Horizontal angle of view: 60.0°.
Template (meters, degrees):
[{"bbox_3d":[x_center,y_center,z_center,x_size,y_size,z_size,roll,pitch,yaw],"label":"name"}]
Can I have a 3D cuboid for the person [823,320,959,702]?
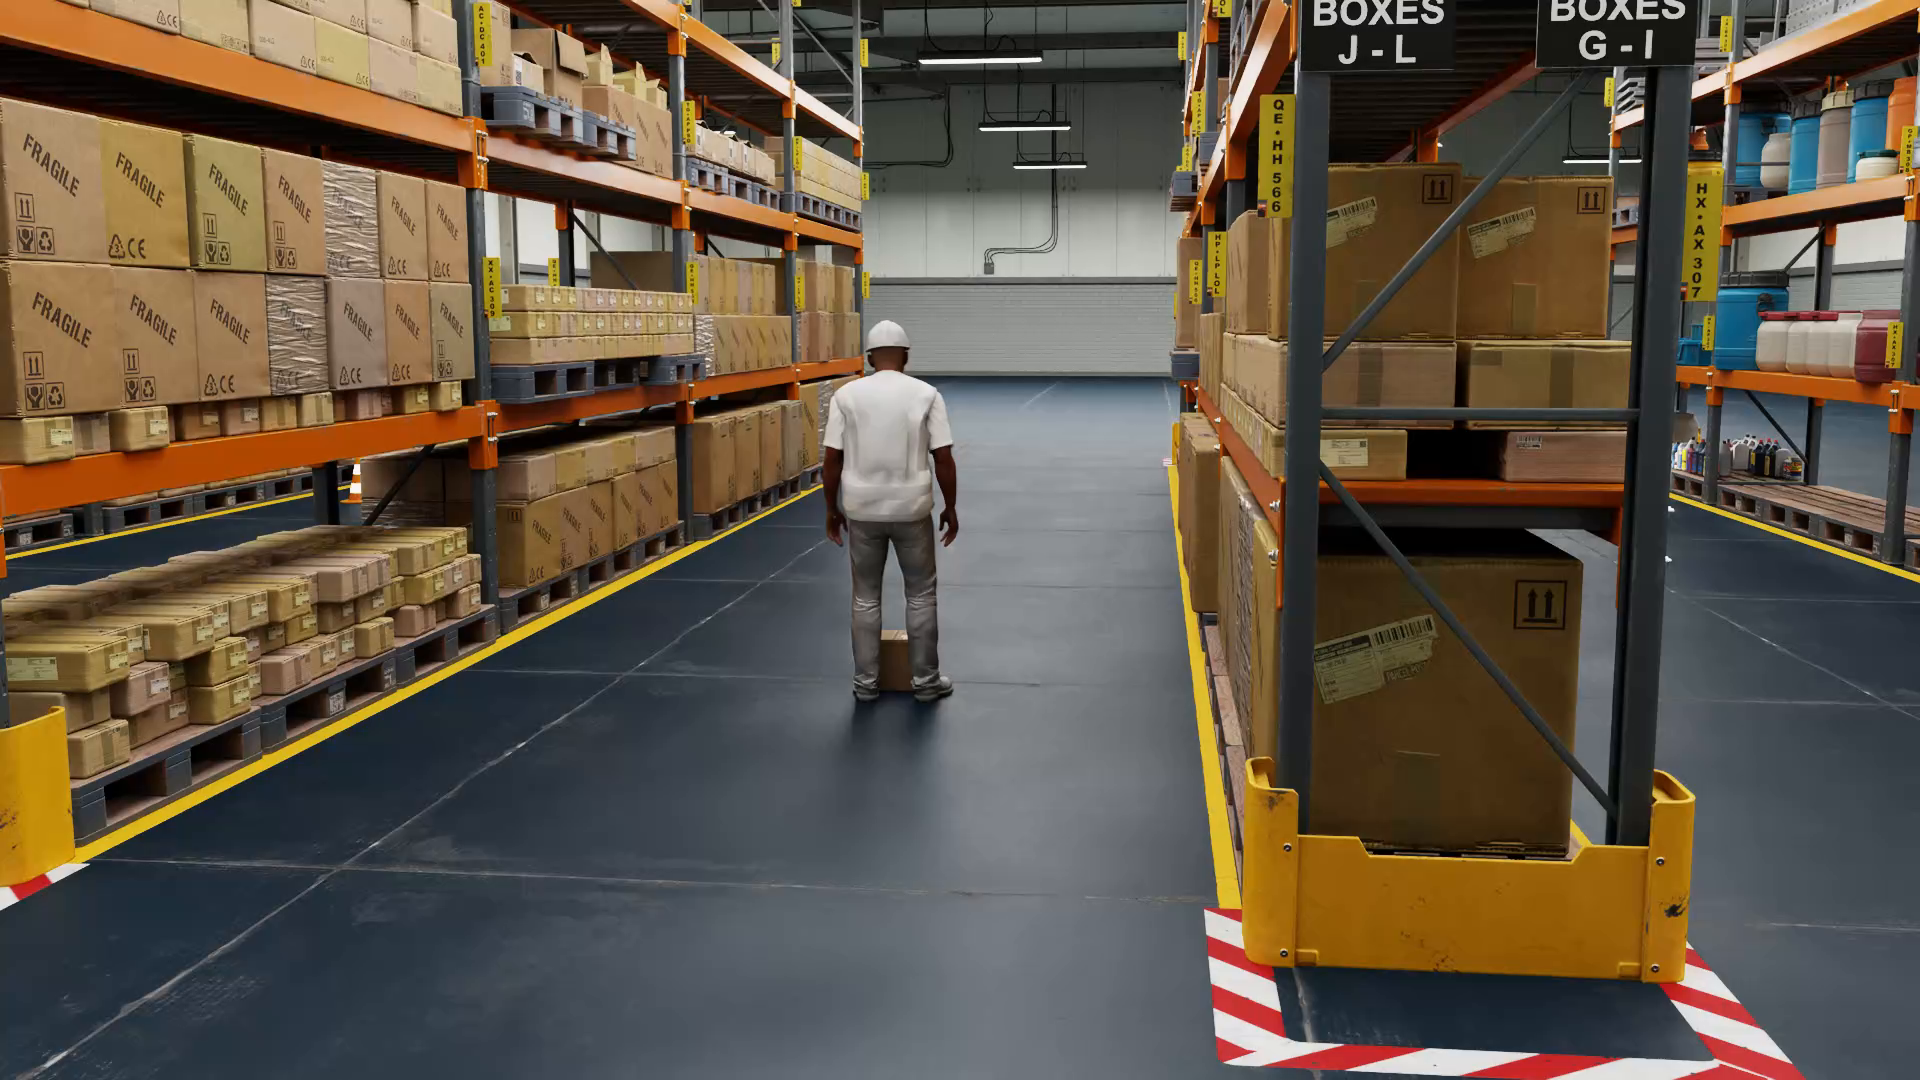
[{"bbox_3d":[-0.320,-0.136,7.745,0.627,1.761,0.461,1,8,6],"label":"person"}]
